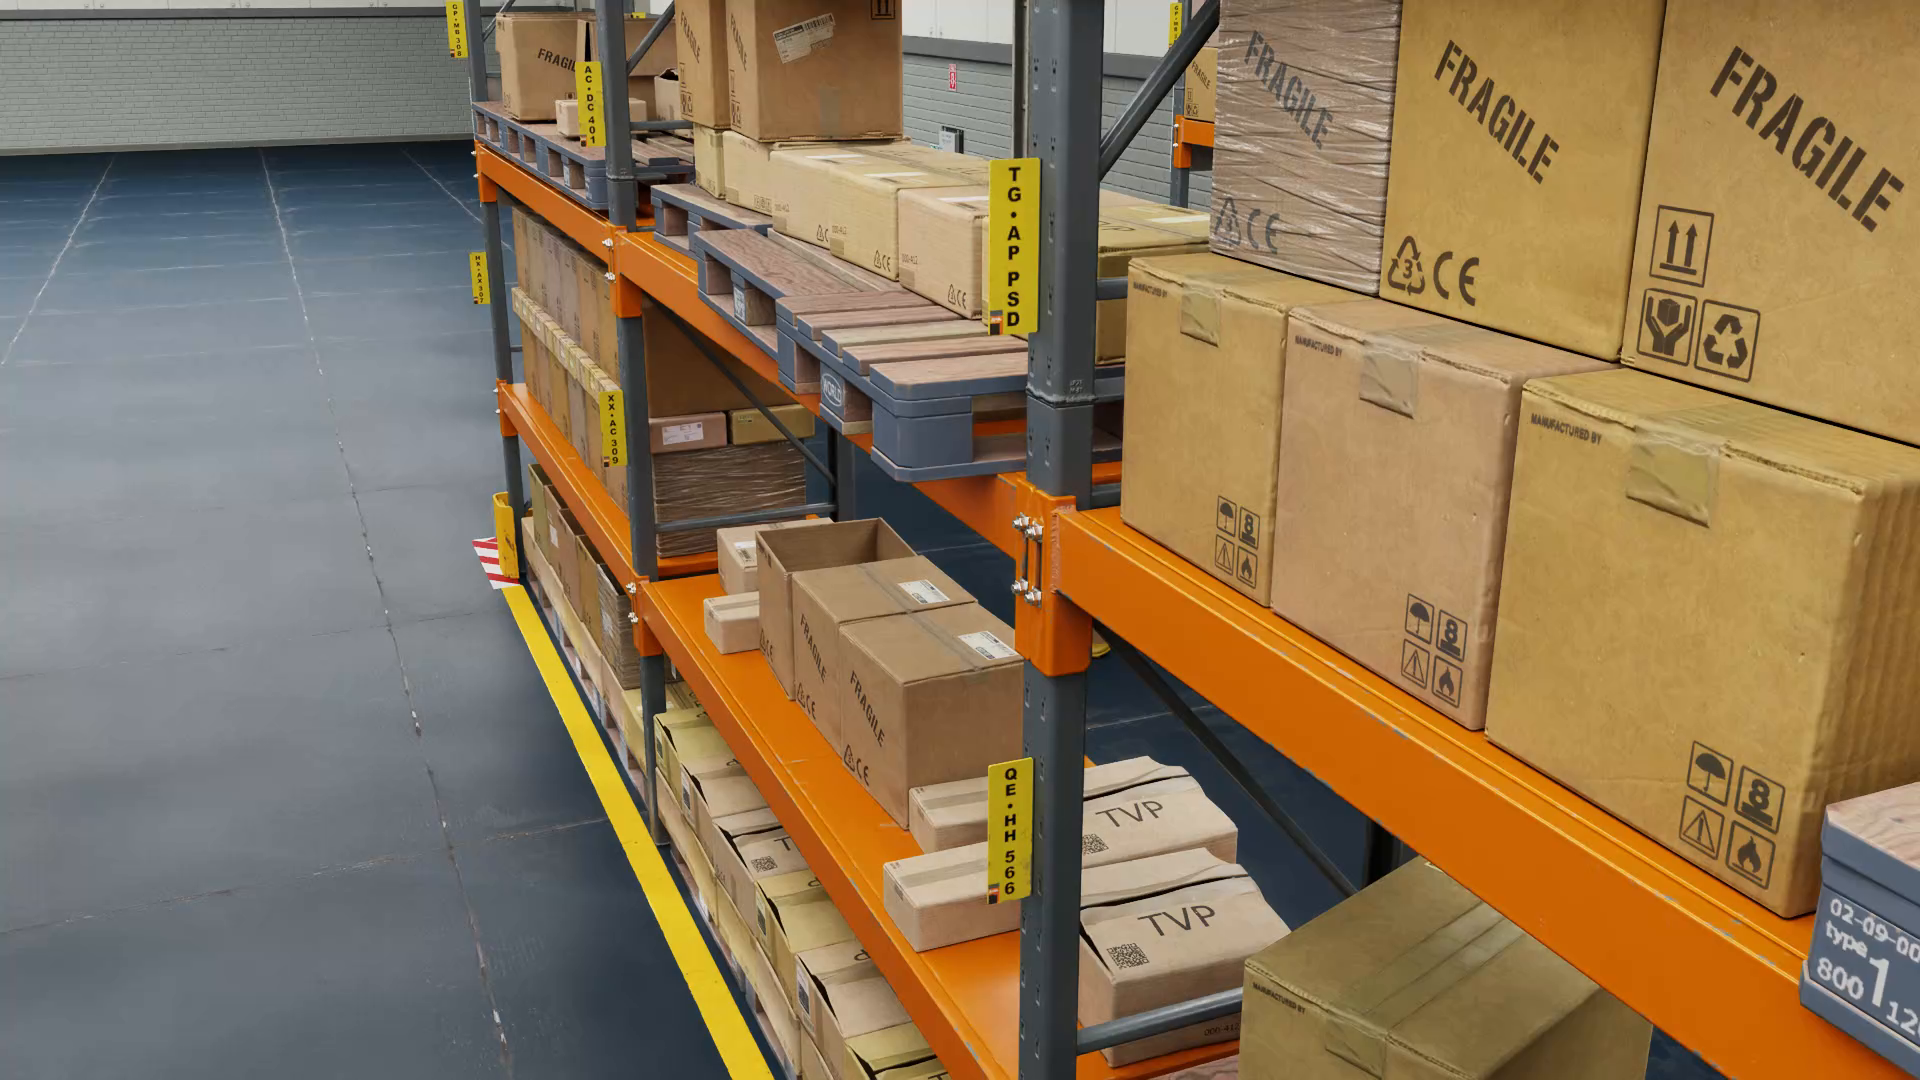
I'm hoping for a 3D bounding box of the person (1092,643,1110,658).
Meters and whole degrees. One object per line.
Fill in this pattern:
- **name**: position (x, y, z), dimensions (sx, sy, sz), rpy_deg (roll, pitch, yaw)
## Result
- **person**: position (0.629, -0.209, 9.653), dimensions (0.463, 1.759, 0.632), rpy_deg (-8, 20, -23)
